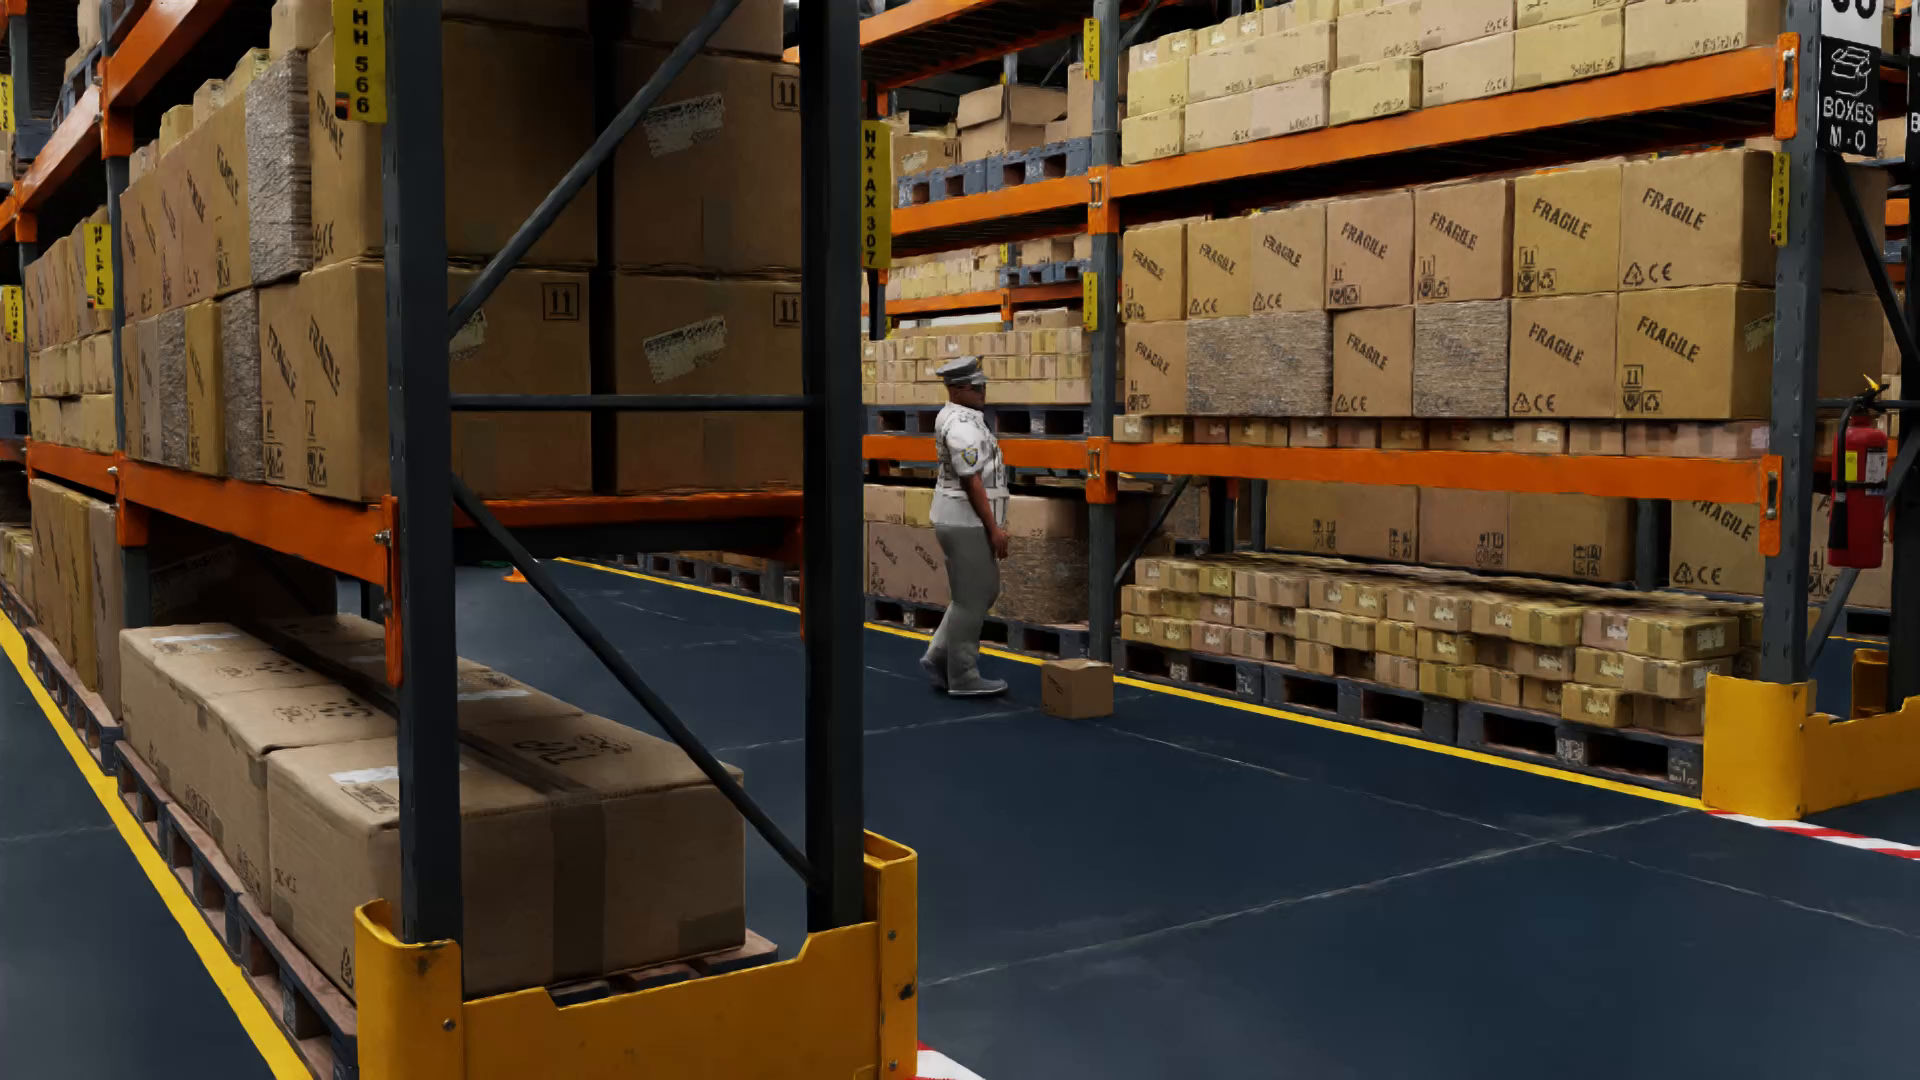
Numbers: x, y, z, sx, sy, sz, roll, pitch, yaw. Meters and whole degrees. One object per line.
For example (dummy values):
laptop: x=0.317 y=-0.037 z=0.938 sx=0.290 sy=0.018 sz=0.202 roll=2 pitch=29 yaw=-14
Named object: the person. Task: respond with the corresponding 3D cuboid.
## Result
person: x=0.032 y=-0.040 z=8.548 sx=0.447 sy=1.774 sz=0.646 roll=-1 pitch=5 yaw=-8
